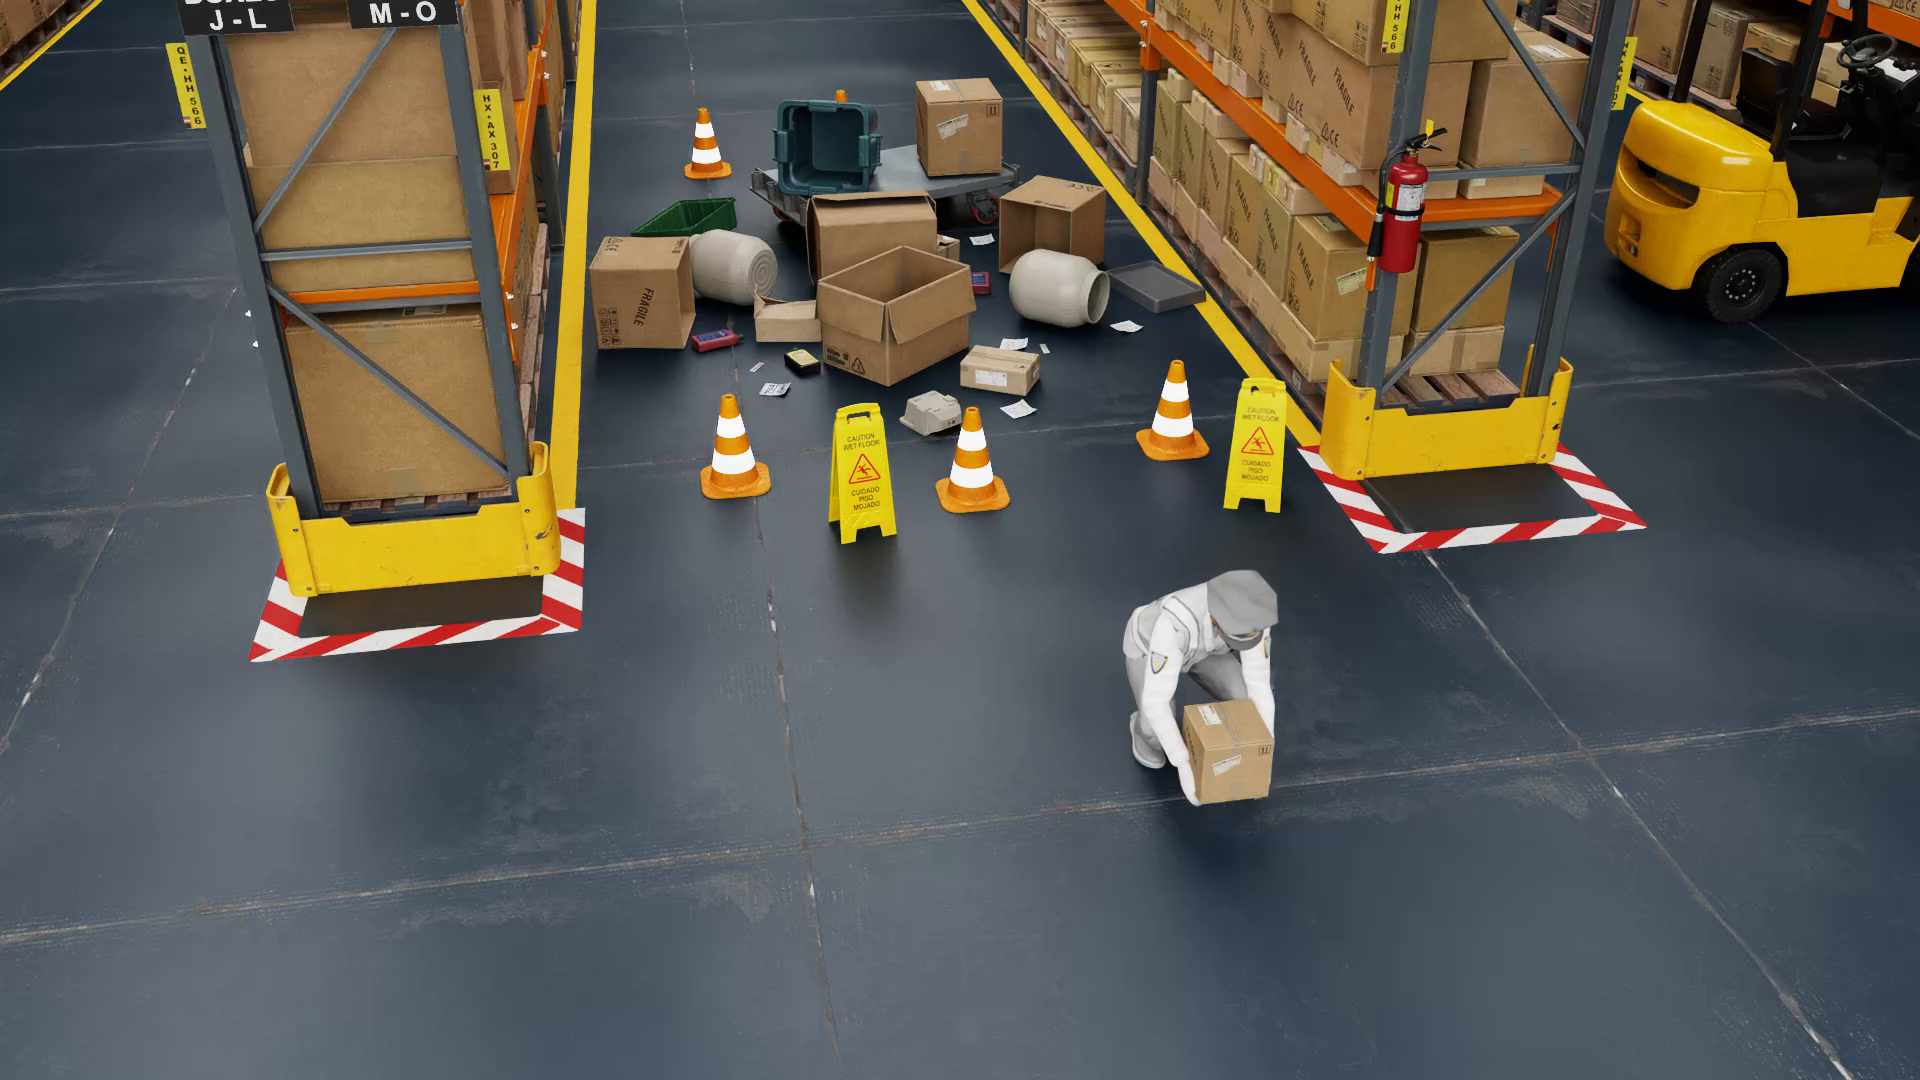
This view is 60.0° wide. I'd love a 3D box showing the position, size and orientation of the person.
[{"bbox_3d":[0.867,0.454,6.071,0.490,0.964,0.821,-6,31,-9],"label":"person"}]
